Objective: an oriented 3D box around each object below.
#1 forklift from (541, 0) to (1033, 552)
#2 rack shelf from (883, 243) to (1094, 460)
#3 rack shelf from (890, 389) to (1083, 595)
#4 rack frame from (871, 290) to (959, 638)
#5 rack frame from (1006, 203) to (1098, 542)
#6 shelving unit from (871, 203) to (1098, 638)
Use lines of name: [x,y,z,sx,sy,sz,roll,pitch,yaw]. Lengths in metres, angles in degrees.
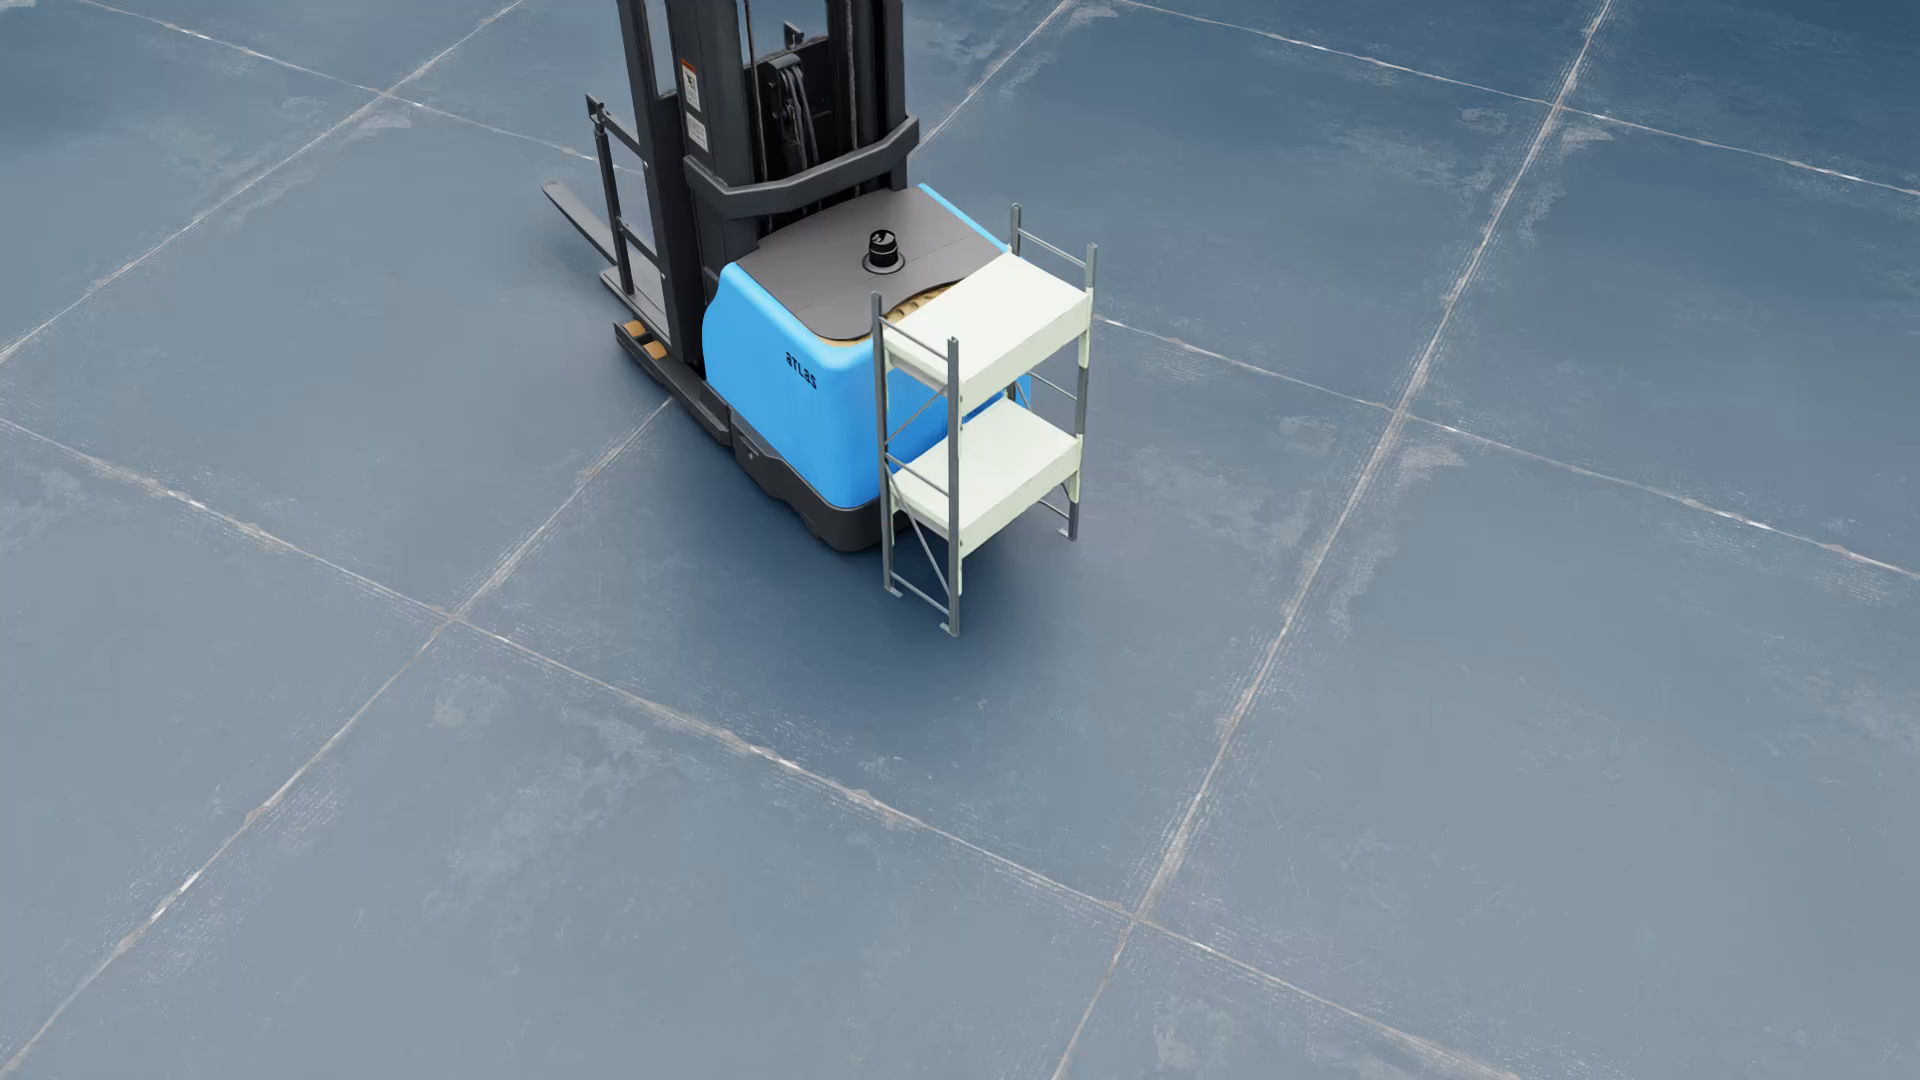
forklift: [-0.972,-1.984,6.930,1.130,2.935,3.031,-28,52,-25]
rack shelf: [0.093,-0.703,6.121,0.431,0.370,0.720,34,54,29]
rack shelf: [0.093,-0.199,6.631,0.431,0.370,0.720,34,54,29]
rack frame: [-0.157,-0.238,6.211,0.400,1.500,0.023,34,54,29]
rack frame: [0.342,-0.619,6.587,0.400,1.500,0.023,34,54,29]
shelving unit: [0.093,-0.428,6.399,0.431,1.500,0.755,34,54,29]
